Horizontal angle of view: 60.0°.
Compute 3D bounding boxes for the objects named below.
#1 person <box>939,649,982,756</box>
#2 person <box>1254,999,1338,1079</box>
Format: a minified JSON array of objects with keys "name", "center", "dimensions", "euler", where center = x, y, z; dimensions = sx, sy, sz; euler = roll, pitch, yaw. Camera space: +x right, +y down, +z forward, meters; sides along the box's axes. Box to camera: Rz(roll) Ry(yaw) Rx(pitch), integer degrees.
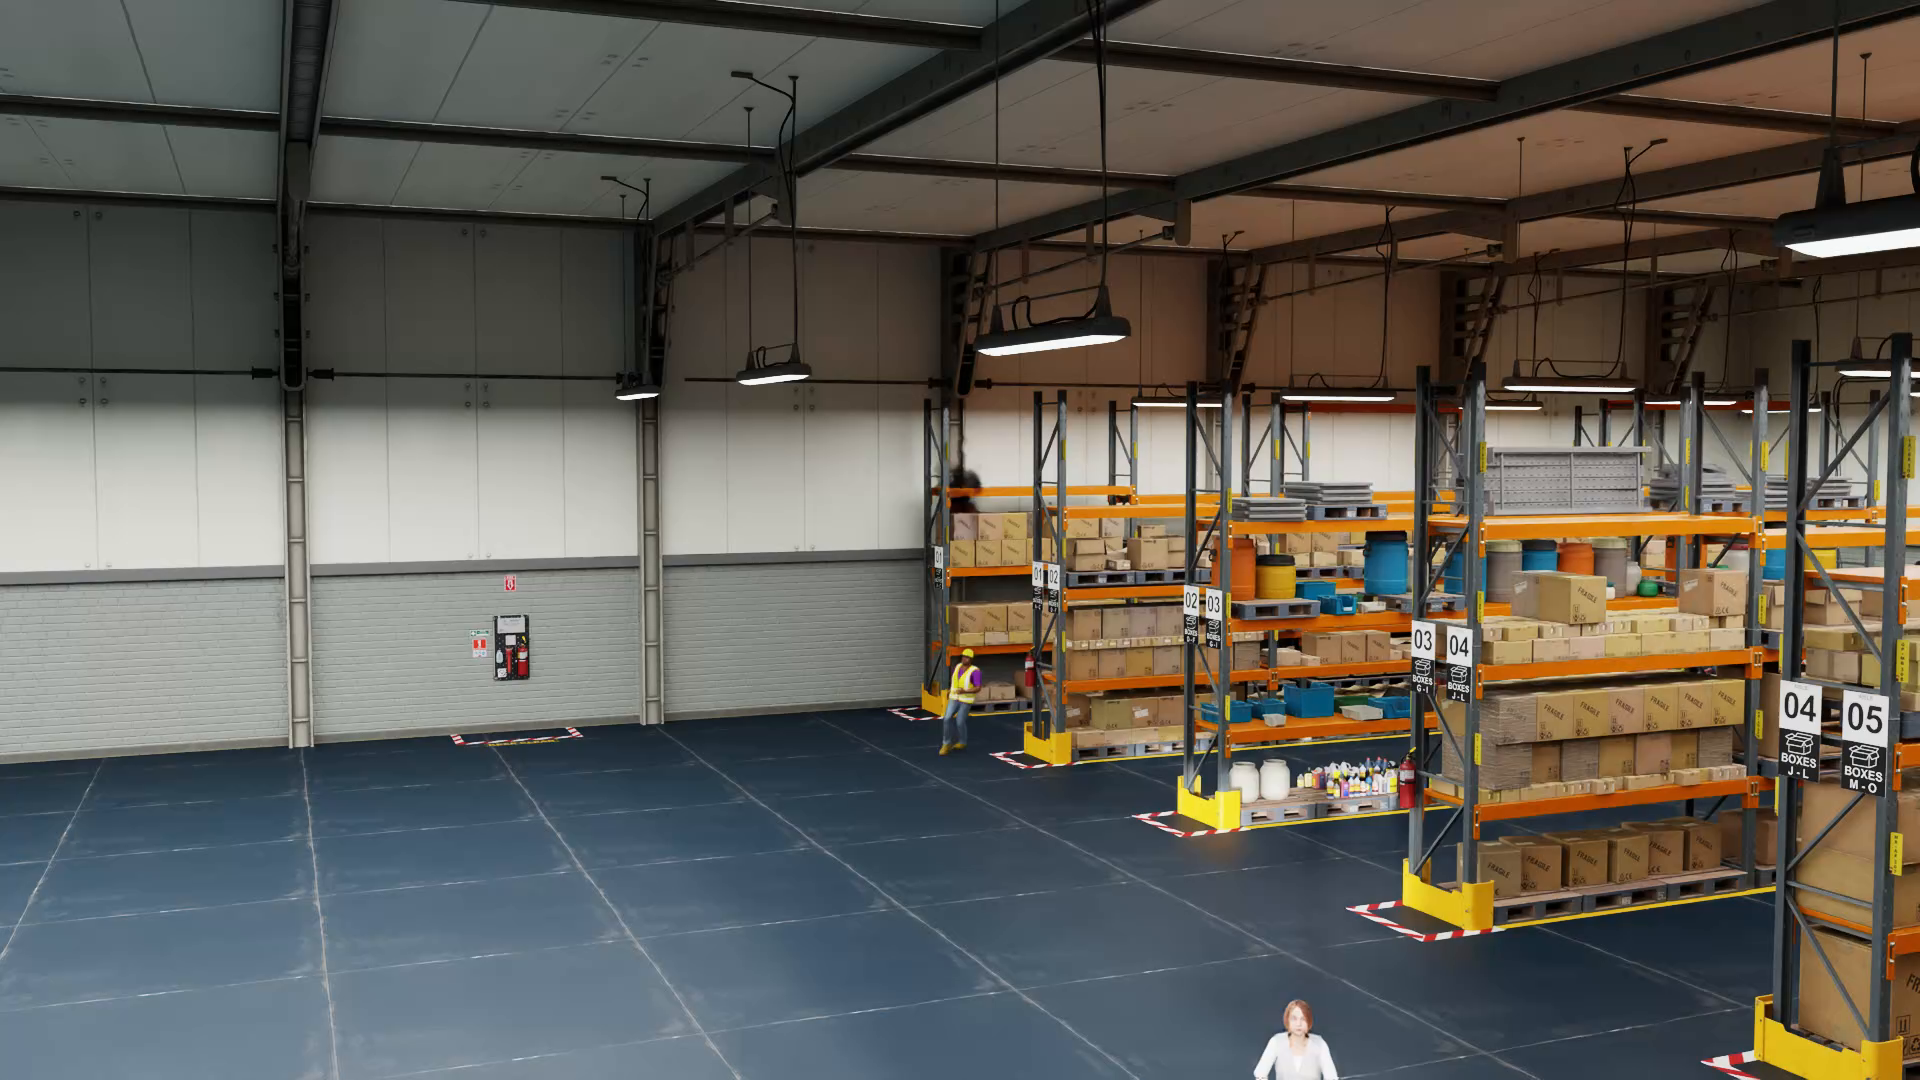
[{"name":"person","center":[0.034,2.665,27.502],"dimensions":[0.713,1.747,0.737],"euler":[2,4,26]},{"name":"person","center":[2.182,3.748,10.818],"dimensions":[0.538,1.549,0.608],"euler":[1,3,10]}]
